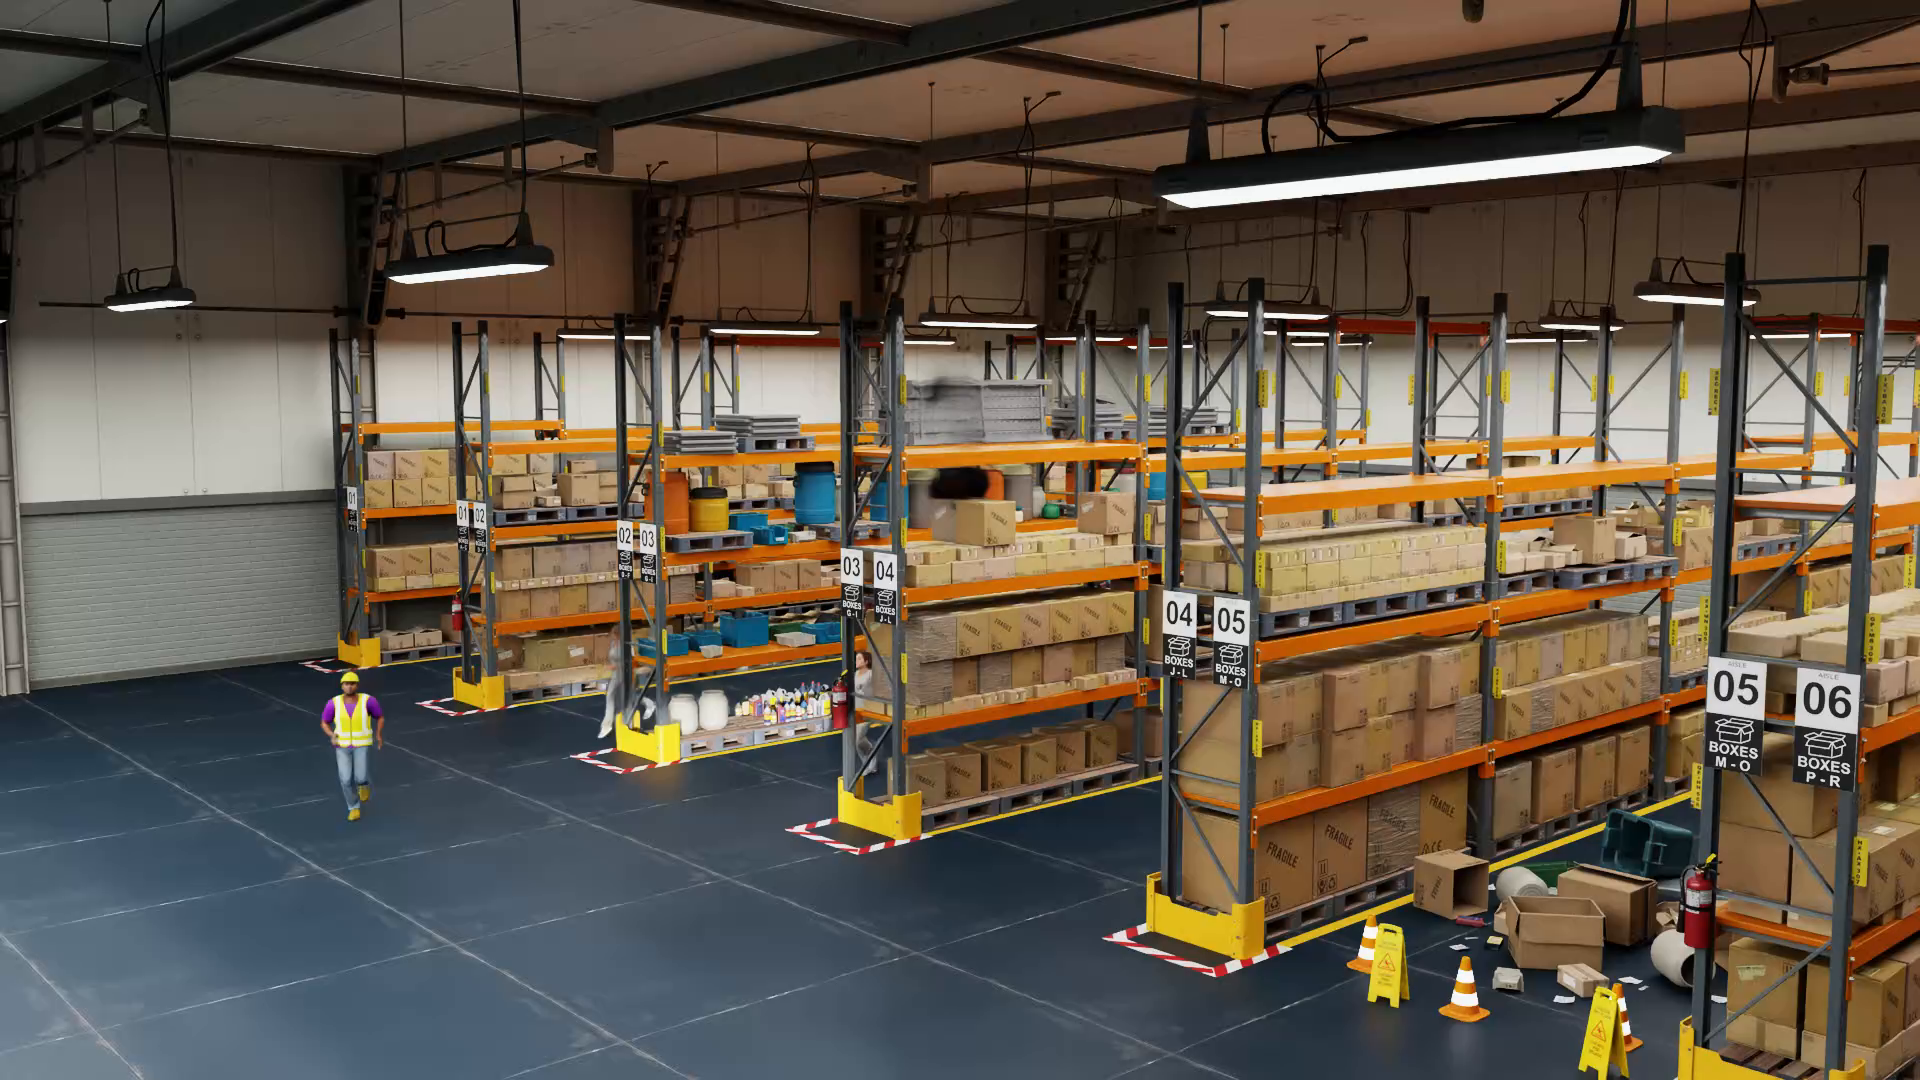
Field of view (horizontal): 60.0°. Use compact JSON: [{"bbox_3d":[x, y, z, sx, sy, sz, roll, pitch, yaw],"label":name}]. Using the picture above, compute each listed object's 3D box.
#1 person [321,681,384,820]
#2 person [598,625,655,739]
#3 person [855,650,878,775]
[{"bbox_3d":[-7.106,2.414,19.456,0.703,1.685,0.561,-2,6,-15],"label":"person"},{"bbox_3d":[-4.839,2.011,24.055,0.504,1.604,1.013,4,7,38],"label":"person"},{"bbox_3d":[-1.264,2.240,21.454,0.576,1.630,0.507,5,7,40],"label":"person"}]
